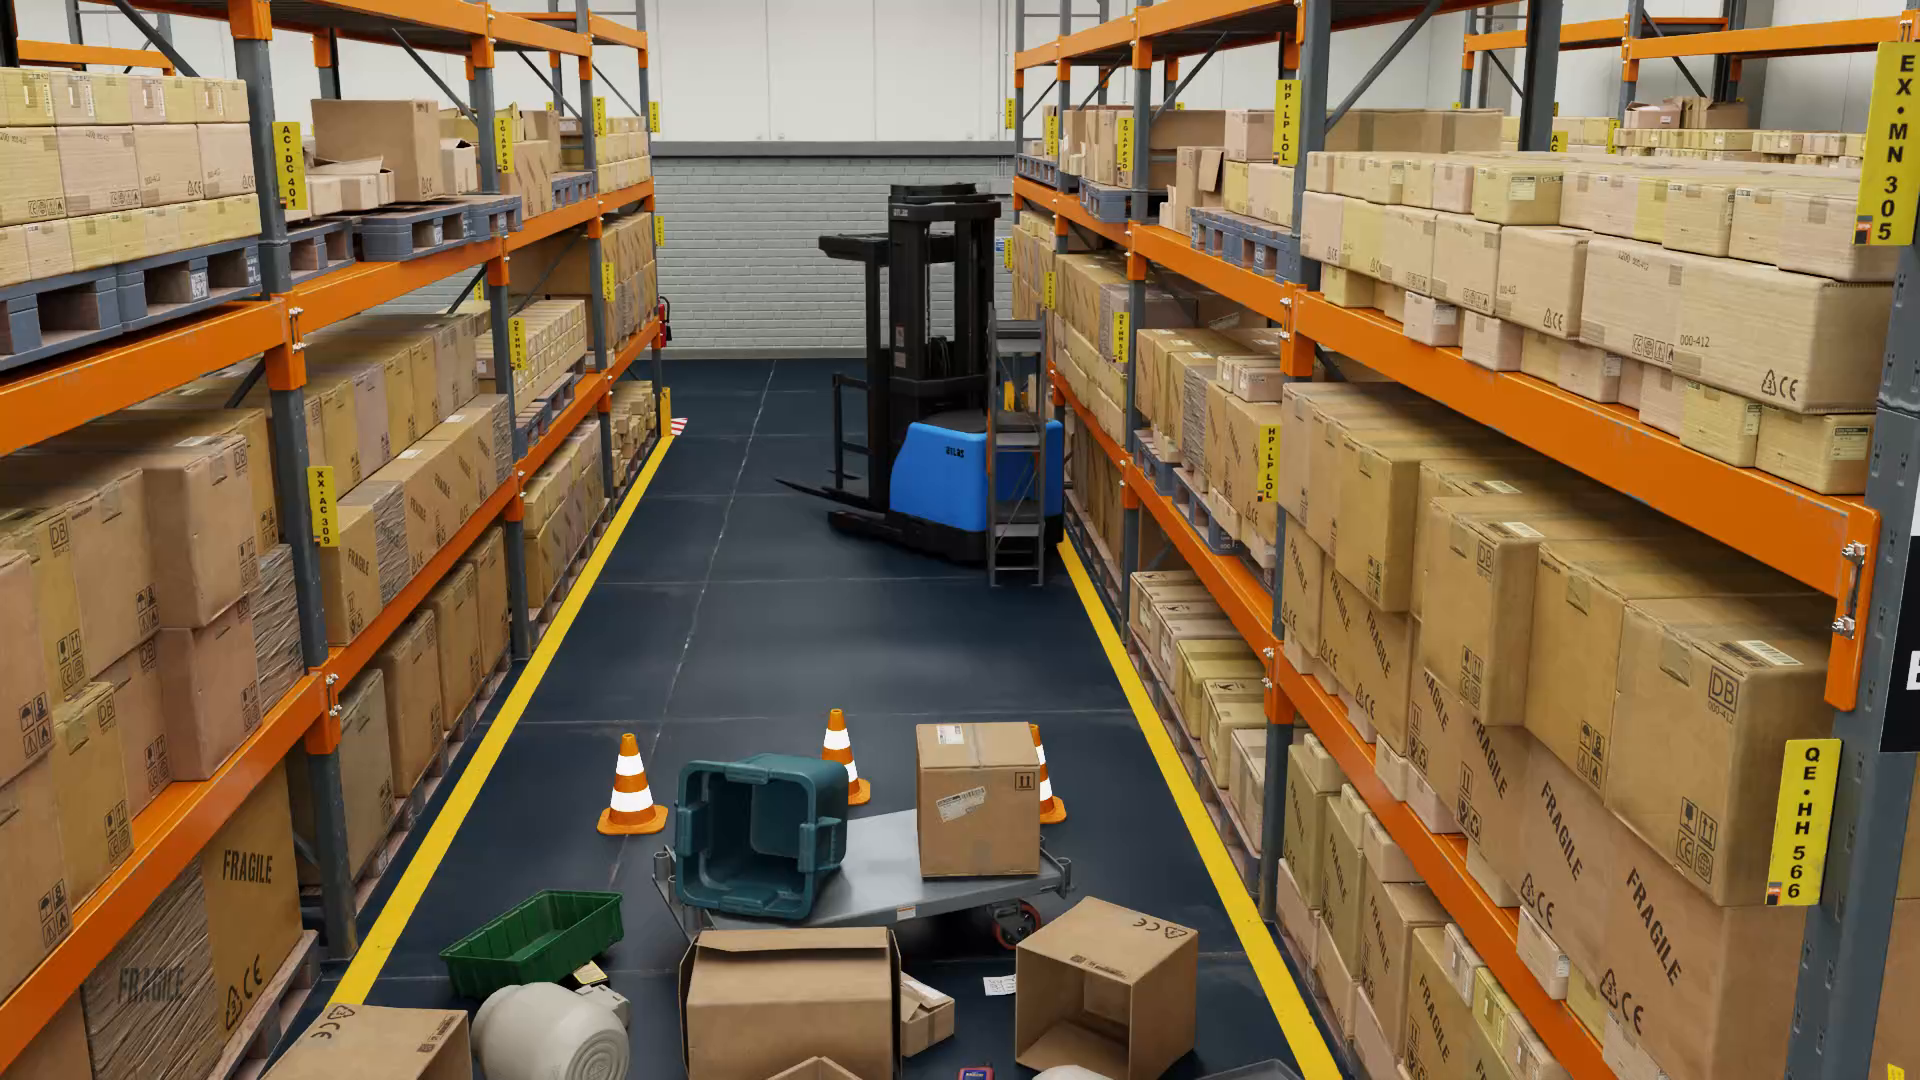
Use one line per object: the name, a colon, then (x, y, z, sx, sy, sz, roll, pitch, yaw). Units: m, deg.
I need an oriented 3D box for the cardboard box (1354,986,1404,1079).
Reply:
cardboard box: (1.693, 1.777, 5.776, 0.500, 0.250, 0.500, -1, 14, -4)

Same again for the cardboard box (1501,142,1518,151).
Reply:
cardboard box: (5.882, -3.985, 17.178, 0.500, 0.250, 0.500, -1, 14, -5)

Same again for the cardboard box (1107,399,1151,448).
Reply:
cardboard box: (1.308, -0.811, 11.459, 0.500, 0.250, 0.500, -1, 14, -5)

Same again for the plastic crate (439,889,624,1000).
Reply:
plastic crate: (-1.770, 1.692, 6.959, 0.450, 0.188, 0.662, -4, 11, 28)

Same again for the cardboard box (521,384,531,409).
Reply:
cardboard box: (-3.196, -0.990, 11.516, 0.380, 0.149, 0.250, 0, 14, -1)

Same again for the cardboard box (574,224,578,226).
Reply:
cardboard box: (-3.986, -2.829, 16.197, 0.500, 0.500, 0.500, -1, 14, -5)

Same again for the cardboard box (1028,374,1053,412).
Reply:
cardboard box: (1.243, -1.551, 18.334, 0.875, 0.438, 0.875, -1, 14, -5)

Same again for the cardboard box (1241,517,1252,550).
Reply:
cardboard box: (1.540, -0.038, 7.816, 0.380, 0.149, 0.250, -1, 14, -5)

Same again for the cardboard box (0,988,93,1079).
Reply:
cardboard box: (-3.005, 1.769, 4.554, 0.875, 0.875, 0.875, -1, 14, -4)

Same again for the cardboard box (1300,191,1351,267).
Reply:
cardboard box: (1.600, -1.177, 6.266, 0.500, 0.250, 0.500, -1, 14, -5)

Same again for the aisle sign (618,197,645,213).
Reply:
aisle sign: (-3.537, -3.931, 18.069, 0.394, 0.787, 0.004, -1, 14, -3)

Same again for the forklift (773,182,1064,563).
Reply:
forklift: (-0.489, -1.544, 14.144, 1.130, 2.935, 3.031, -12, 19, -39)

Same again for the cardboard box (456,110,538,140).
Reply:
cardboard box: (-3.619, -2.975, 12.498, 0.797, 0.503, 0.637, -1, 14, -4)

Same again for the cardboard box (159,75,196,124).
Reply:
cardboard box: (-2.717, -1.423, 5.378, 0.380, 0.149, 0.250, -1, 14, -4)

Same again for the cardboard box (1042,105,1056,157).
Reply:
cardboard box: (1.078, -4.000, 16.291, 0.500, 0.500, 0.500, -1, 14, -2)

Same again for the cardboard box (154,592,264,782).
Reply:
cardboard box: (-2.997, 0.490, 5.801, 0.875, 0.550, 0.550, -1, 14, -3)

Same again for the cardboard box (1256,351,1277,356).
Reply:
cardboard box: (1.979, -0.795, 9.455, 0.500, 0.500, 0.500, -2, 15, -7)

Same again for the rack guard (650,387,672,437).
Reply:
rack guard: (-3.827, -1.420, 18.543, 1.175, 0.500, 0.348, -1, 14, -3)

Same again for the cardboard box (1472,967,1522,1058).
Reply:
cardboard box: (1.682, 1.331, 4.703, 0.380, 0.149, 0.250, -1, 14, -3)

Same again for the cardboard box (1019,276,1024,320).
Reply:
cardboard box: (0.905, -2.550, 17.719, 0.500, 0.500, 0.500, -1, 14, -4)

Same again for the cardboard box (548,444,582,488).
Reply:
cardboard box: (-3.220, -0.570, 12.892, 0.500, 0.250, 0.500, -2, 15, -6)

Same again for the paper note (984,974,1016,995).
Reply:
paper note: (0.176, 1.829, 6.856, 0.148, 0.019, 0.142, -1, 14, -3)

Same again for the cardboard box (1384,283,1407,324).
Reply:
cardboard box: (1.682, -0.828, 5.708, 0.380, 0.149, 0.250, 0, 14, -2)

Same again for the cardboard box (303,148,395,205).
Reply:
cardboard box: (-2.993, -1.773, 8.105, 0.396, 0.266, 0.258, -1, 14, -3)

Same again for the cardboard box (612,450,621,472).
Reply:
cardboard box: (-3.287, -0.717, 15.074, 0.380, 0.149, 0.250, 0, 14, -1)

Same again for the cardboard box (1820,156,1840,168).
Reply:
cardboard box: (6.302, -2.627, 11.699, 0.380, 0.149, 0.250, -1, 14, -2)

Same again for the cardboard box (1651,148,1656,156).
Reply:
cardboard box: (6.021, -3.210, 13.923, 0.380, 0.149, 0.250, -1, 14, -3)

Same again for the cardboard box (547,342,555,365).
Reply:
cardboard box: (-3.268, -1.396, 12.498, 0.380, 0.149, 0.250, 0, 14, -1)

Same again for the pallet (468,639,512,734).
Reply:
pallet: (-3.363, 0.888, 10.153, 1.003, 0.211, 1.213, -1, 14, -3)

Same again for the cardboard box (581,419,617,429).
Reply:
cardboard box: (-3.460, -1.051, 15.775, 0.380, 0.149, 0.250, -1, 14, -5)

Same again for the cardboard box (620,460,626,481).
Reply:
cardboard box: (-3.302, -0.639, 15.370, 0.380, 0.149, 0.250, 0, 14, -2)

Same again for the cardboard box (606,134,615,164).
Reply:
cardboard box: (-3.400, -3.524, 14.983, 0.500, 0.250, 0.500, -1, 14, -4)

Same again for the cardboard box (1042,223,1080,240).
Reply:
cardboard box: (0.997, -2.994, 16.133, 0.380, 0.149, 0.250, -1, 14, -5)

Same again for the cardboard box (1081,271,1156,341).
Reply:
cardboard box: (1.217, -1.796, 12.779, 0.500, 0.500, 0.500, -1, 14, -4)

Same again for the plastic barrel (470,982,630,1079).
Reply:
plastic barrel: (-1.487, 1.841, 6.022, 0.512, 0.421, 0.421, 10, 18, 35)

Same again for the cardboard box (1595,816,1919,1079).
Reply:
cardboard box: (1.785, 0.905, 3.692, 0.500, 0.500, 0.500, -1, 14, -4)

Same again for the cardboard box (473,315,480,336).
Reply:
cardboard box: (-3.953, -1.661, 12.929, 0.380, 0.149, 0.250, -1, 14, -4)

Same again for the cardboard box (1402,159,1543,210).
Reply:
cardboard box: (1.648, -1.144, 5.337, 0.380, 0.149, 0.250, -1, 14, -5)

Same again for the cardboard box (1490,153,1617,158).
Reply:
cardboard box: (2.176, -1.345, 6.118, 0.380, 0.149, 0.250, -1, 14, -5)

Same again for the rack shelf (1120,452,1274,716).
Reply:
rack shelf: (1.722, 0.084, 9.123, 1.077, 0.370, 4.000, -1, 14, -3)

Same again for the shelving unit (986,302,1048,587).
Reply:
shelving unit: (0.424, -0.724, 12.625, 0.431, 2.100, 0.503, 0, 14, -2)

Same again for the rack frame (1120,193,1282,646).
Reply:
rack frame: (1.598, -0.762, 10.967, 1.000, 3.000, 0.127, -1, 14, -3)

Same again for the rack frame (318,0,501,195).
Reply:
rack frame: (-3.336, -3.565, 9.824, 1.000, 3.000, 0.127, -1, 14, -3)

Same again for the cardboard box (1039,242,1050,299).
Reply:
cardboard box: (1.022, -2.528, 15.626, 0.500, 0.500, 0.500, -1, 14, -4)

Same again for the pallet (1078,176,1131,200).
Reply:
pallet: (1.456, -2.889, 13.600, 0.805, 0.209, 1.217, -1, 15, -6)

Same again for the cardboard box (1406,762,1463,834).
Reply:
cardboard box: (1.659, 0.819, 5.329, 0.380, 0.149, 0.250, -1, 14, -4)

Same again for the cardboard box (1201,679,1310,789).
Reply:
cardboard box: (1.763, 0.993, 8.577, 0.950, 0.372, 0.625, 0, 14, 0)

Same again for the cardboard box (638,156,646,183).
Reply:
cardboard box: (-3.501, -3.794, 17.033, 0.500, 0.250, 0.500, -1, 14, -3)

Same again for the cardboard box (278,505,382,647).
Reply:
cardboard box: (-2.852, 0.151, 7.218, 0.500, 0.500, 0.500, -1, 14, -3)

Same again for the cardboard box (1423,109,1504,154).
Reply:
cardboard box: (2.169, -1.868, 7.701, 0.500, 0.250, 0.500, -1, 14, -5)

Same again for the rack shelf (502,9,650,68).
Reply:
rack shelf: (-3.708, -4.708, 15.714, 1.077, 0.370, 4.000, -1, 14, -3)

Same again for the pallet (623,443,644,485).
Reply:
pallet: (-3.740, -0.775, 16.615, 1.003, 0.211, 1.213, -1, 14, -3)

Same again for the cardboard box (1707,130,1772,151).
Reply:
cardboard box: (6.039, -3.098, 12.890, 0.380, 0.149, 0.250, -1, 14, -3)

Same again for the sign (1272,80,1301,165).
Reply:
sign: (1.292, -1.651, 6.576, 0.100, 0.325, 0.005, -1, 14, -3)

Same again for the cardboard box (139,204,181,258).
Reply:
cardboard box: (-2.698, -0.972, 5.225, 0.380, 0.149, 0.250, -1, 14, -3)

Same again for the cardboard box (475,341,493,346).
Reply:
cardboard box: (-3.202, -1.276, 11.432, 0.380, 0.149, 0.250, -1, 14, -4)

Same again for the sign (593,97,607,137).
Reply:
sign: (-3.030, -3.558, 13.988, 0.100, 0.325, 0.005, -1, 14, -3)
